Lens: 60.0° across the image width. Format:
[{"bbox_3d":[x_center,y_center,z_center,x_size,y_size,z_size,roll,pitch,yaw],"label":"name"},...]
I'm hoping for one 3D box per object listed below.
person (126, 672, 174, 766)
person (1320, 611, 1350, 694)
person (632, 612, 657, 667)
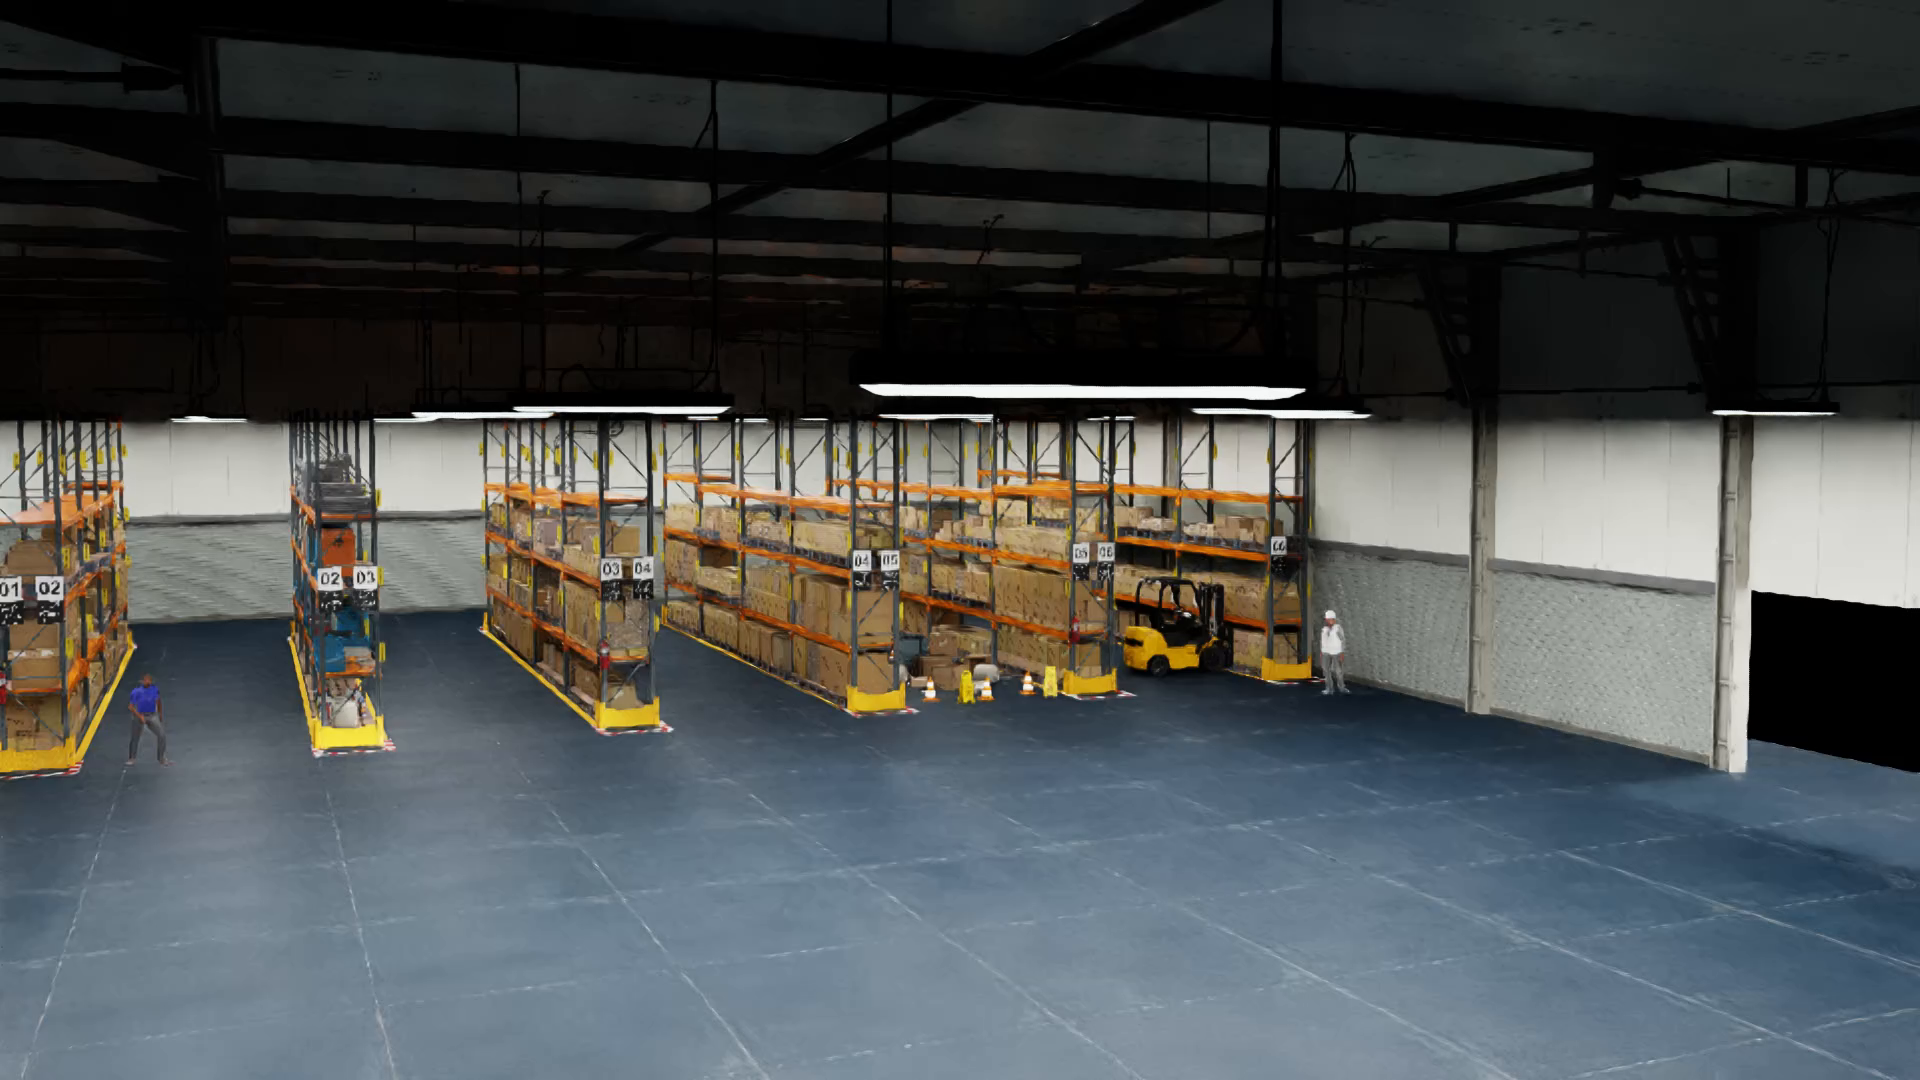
[{"bbox_3d":[-13.583,2.973,27.778,0.621,1.588,0.828,-3,5,-40],"label":"person"},{"bbox_3d":[7.934,2.379,35.278,0.628,1.765,0.536,3,5,39],"label":"person"},{"bbox_3d":[-7.414,2.208,39.029,0.625,1.581,0.510,-2,4,-26],"label":"person"}]
